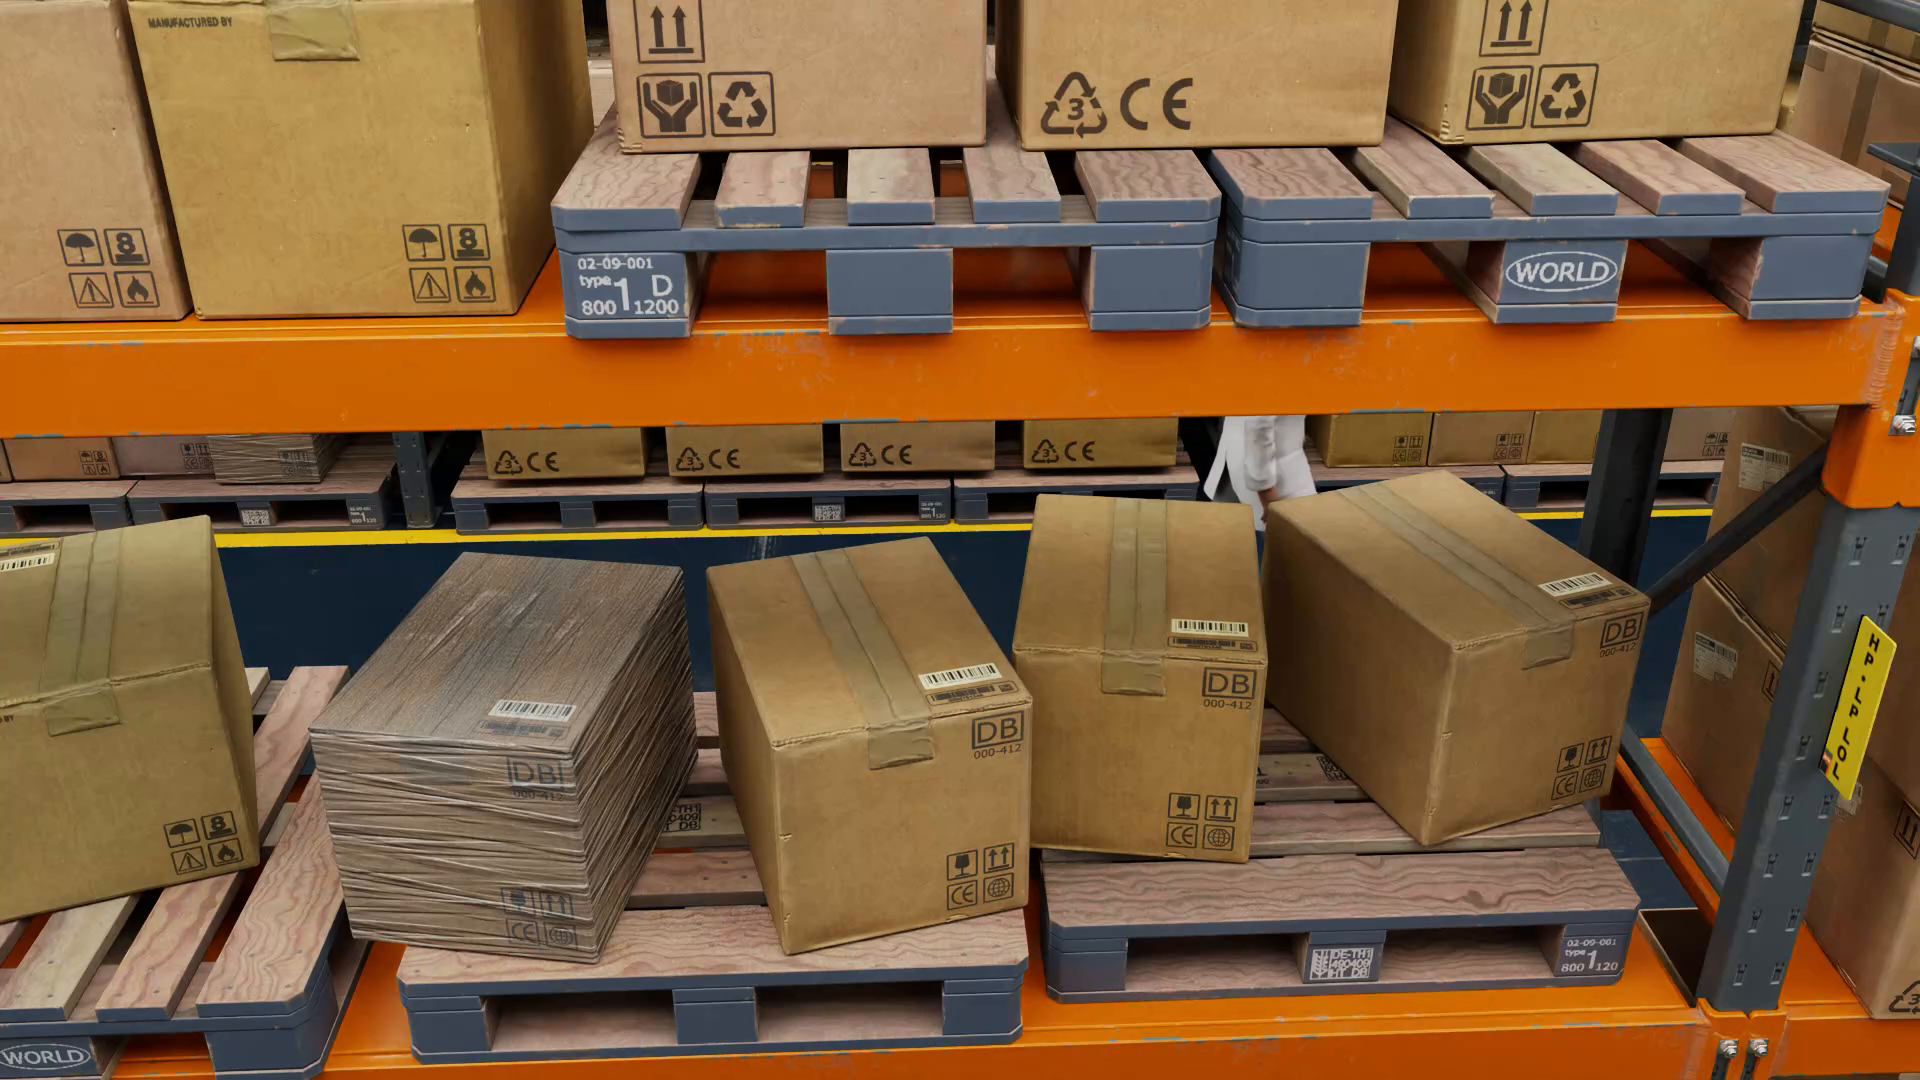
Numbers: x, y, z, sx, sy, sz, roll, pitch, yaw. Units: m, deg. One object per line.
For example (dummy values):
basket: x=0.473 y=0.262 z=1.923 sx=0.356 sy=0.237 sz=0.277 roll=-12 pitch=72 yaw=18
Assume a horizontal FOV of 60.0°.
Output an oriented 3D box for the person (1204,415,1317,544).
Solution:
person: x=1.279 y=-0.334 z=6.760 sx=0.849 sy=1.762 sz=0.628 roll=-4 pitch=27 yaw=-7
